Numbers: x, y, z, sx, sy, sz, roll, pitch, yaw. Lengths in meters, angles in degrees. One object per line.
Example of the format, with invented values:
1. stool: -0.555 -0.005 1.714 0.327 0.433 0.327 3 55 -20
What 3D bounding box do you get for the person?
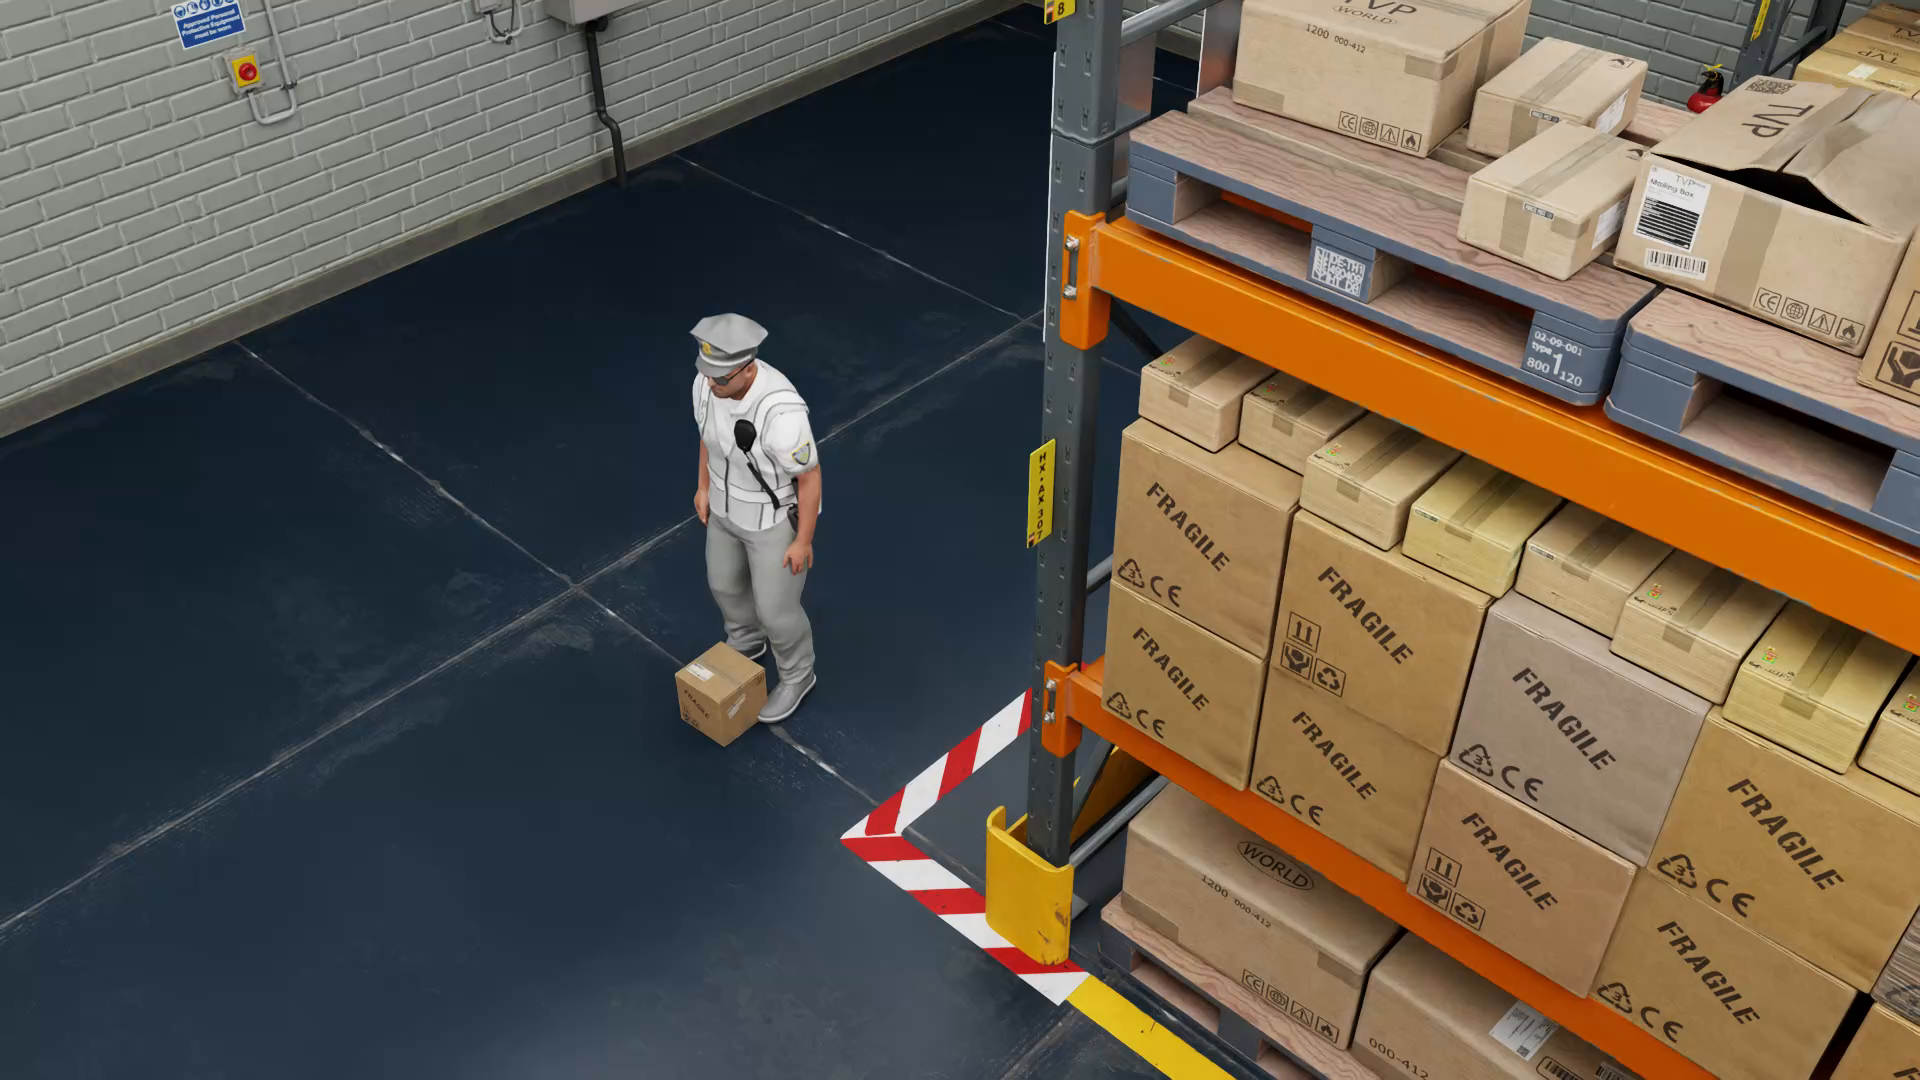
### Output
1. person: -0.763 -0.107 6.281 0.590 1.746 0.442 28 47 30
